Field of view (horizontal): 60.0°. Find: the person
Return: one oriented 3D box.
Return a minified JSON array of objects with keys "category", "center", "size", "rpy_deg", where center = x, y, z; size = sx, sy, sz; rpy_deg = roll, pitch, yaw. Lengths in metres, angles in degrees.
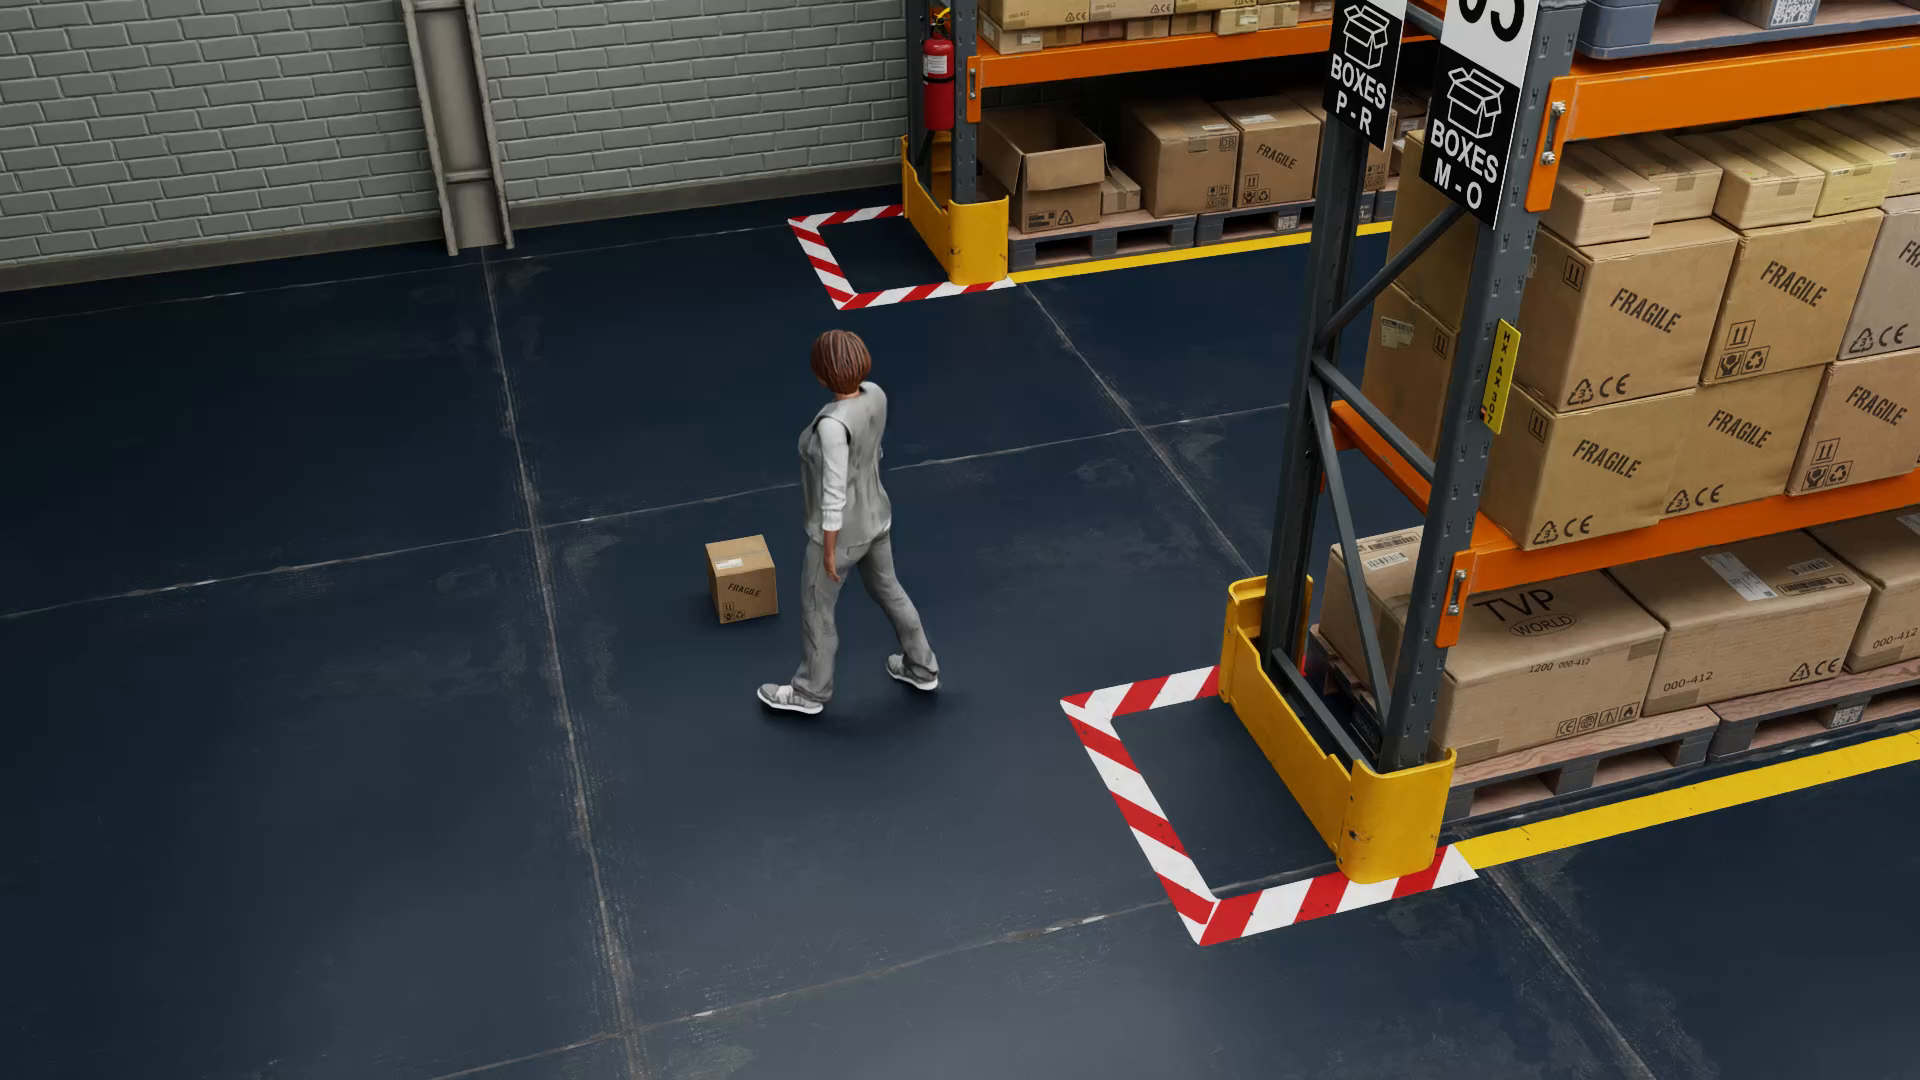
[{"category":"person","center":[-0.425,-0.043,6.207],"size":[0.633,1.577,0.492],"rpy_deg":[15,37,21]}]
